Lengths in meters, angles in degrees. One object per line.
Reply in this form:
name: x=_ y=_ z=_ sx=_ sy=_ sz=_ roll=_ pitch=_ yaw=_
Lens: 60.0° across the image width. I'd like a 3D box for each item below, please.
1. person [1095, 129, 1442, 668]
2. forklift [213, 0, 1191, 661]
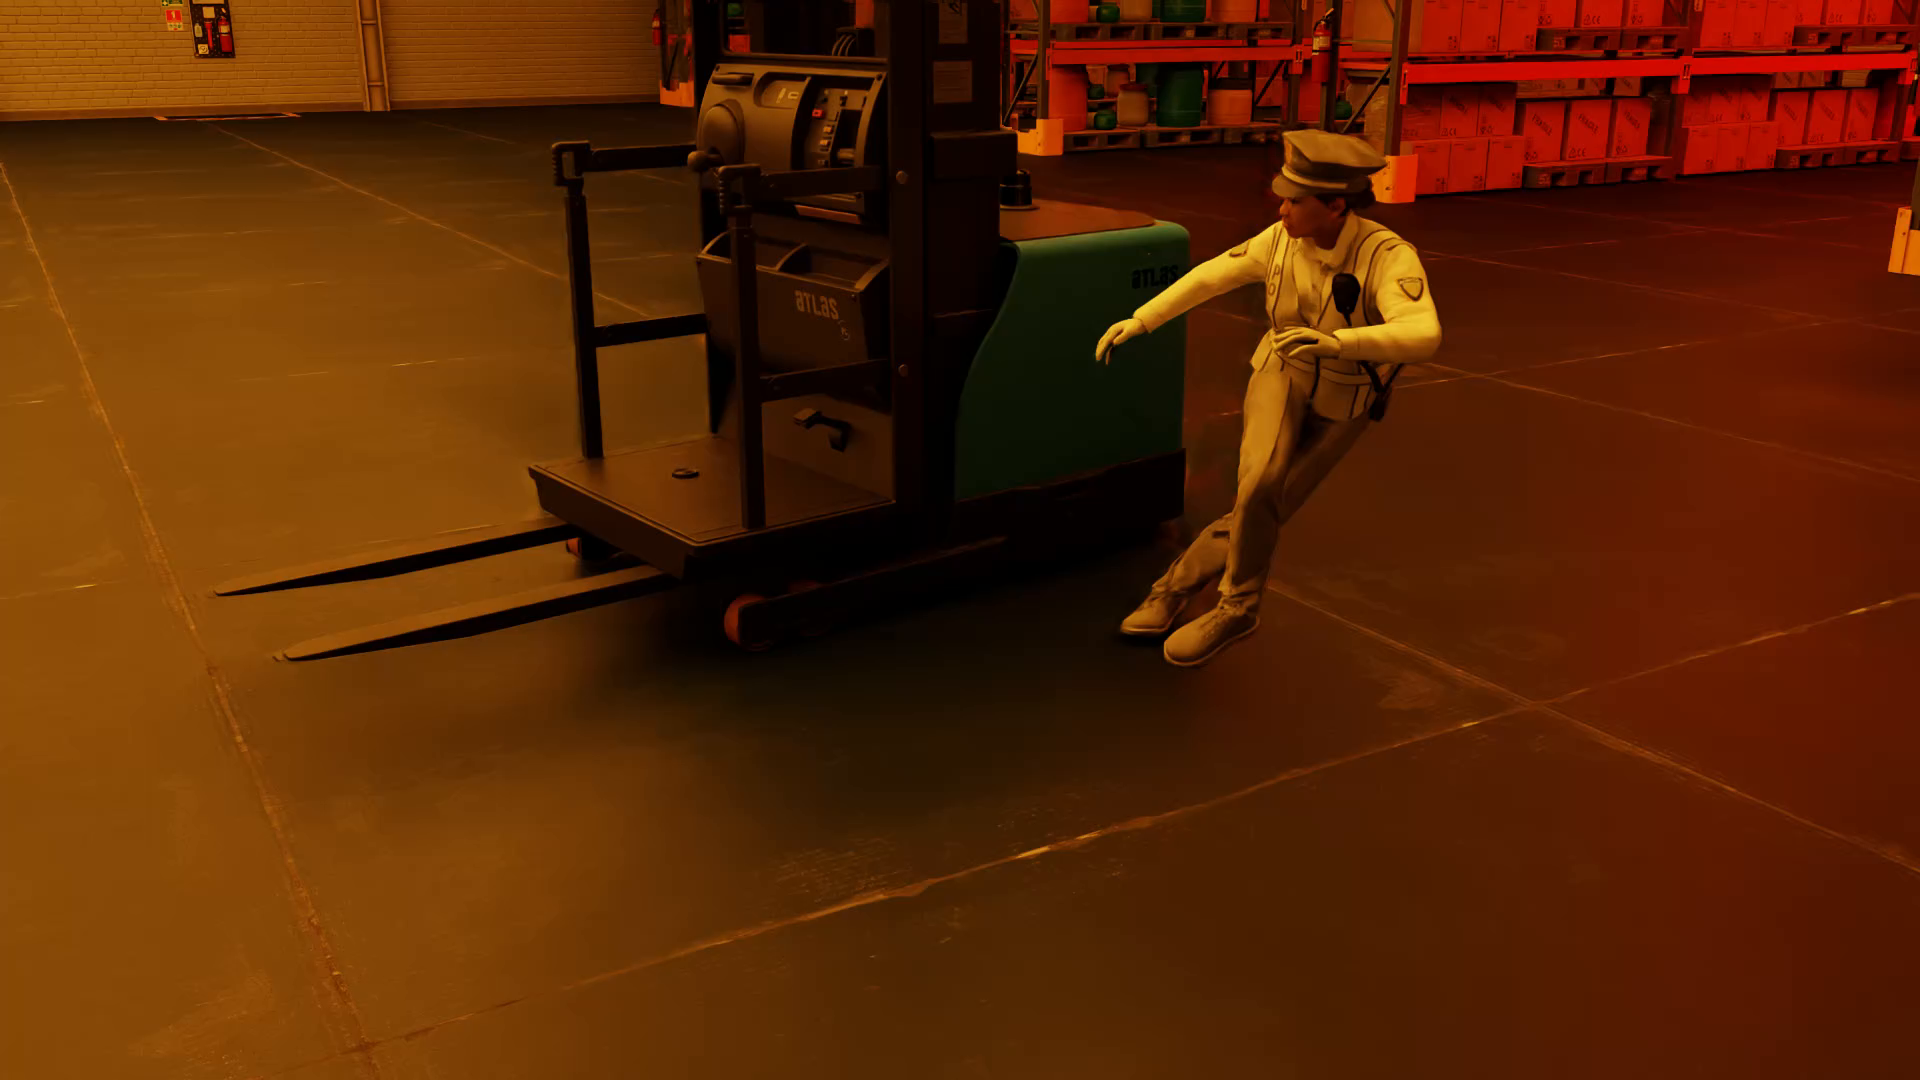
person: x=0.782 y=-0.327 z=4.349 sx=0.915 sy=1.455 sz=0.836 roll=7 pitch=19 yaw=20
forklift: x=-0.684 y=-1.257 z=4.882 sx=3.031 sy=2.935 sz=1.130 roll=-14 pitch=22 yaw=-36
